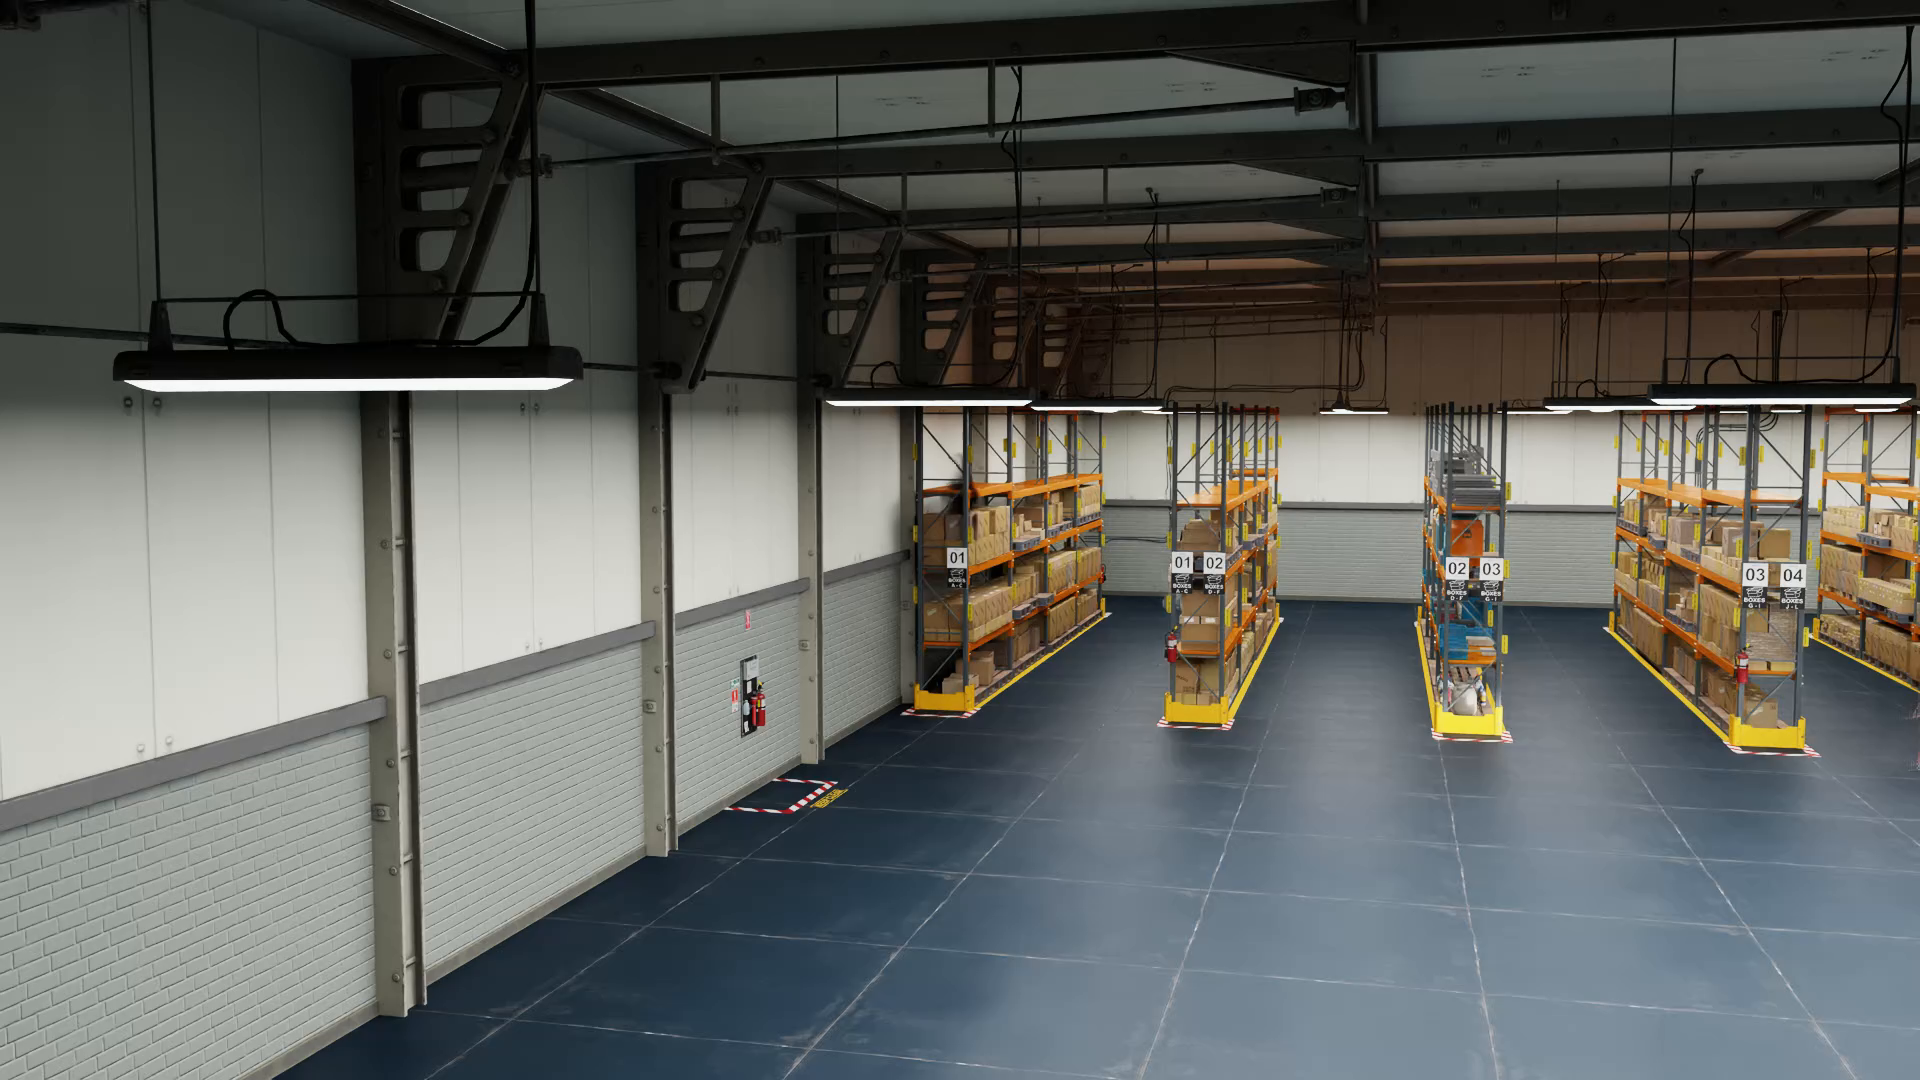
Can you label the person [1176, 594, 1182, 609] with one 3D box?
[{"bbox_3d":[6.611,1.258,49.301,0.709,1.697,0.607,3,5,35],"label":"person"}]
